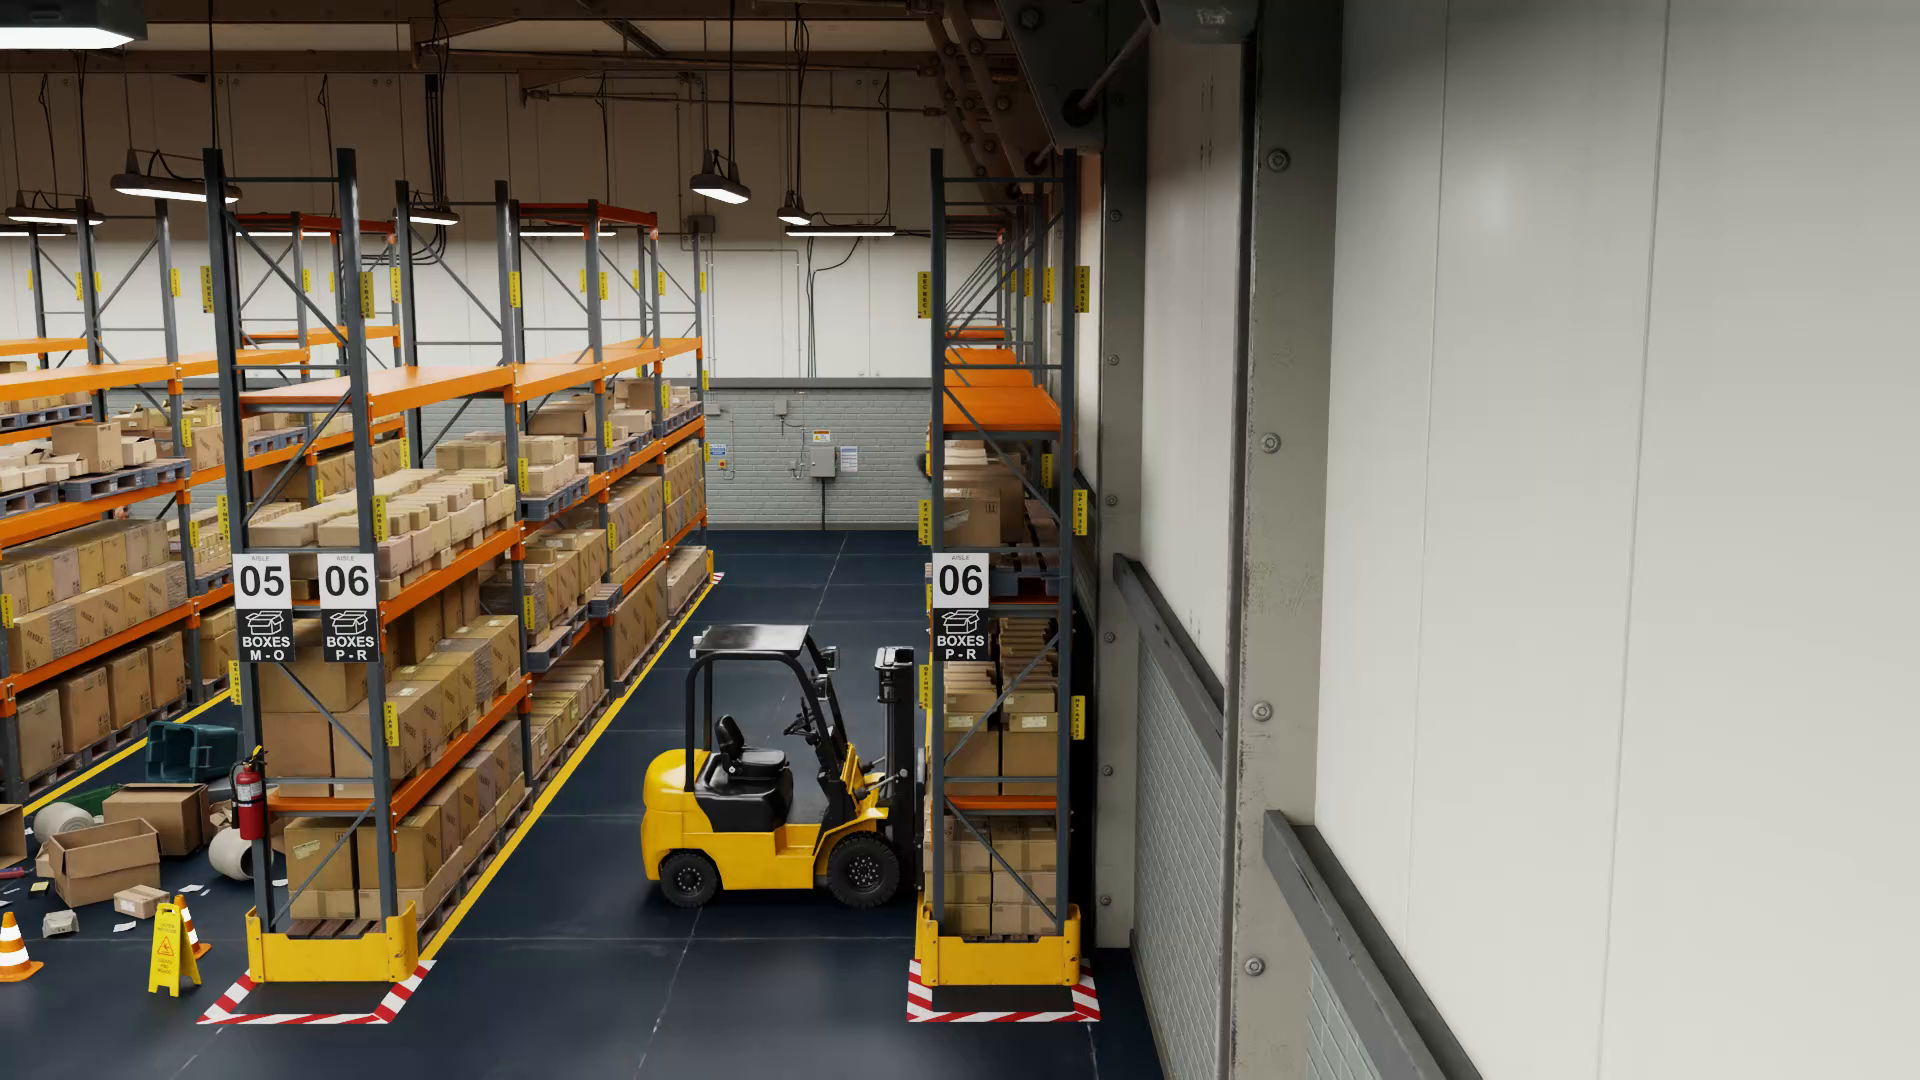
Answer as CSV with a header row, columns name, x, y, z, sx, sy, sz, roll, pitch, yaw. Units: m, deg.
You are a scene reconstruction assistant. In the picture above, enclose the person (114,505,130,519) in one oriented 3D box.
name,x,y,z,sx,sy,sz,roll,pitch,yaw
person,-12.905,0.251,25.699,0.586,1.663,0.760,0,9,-1
